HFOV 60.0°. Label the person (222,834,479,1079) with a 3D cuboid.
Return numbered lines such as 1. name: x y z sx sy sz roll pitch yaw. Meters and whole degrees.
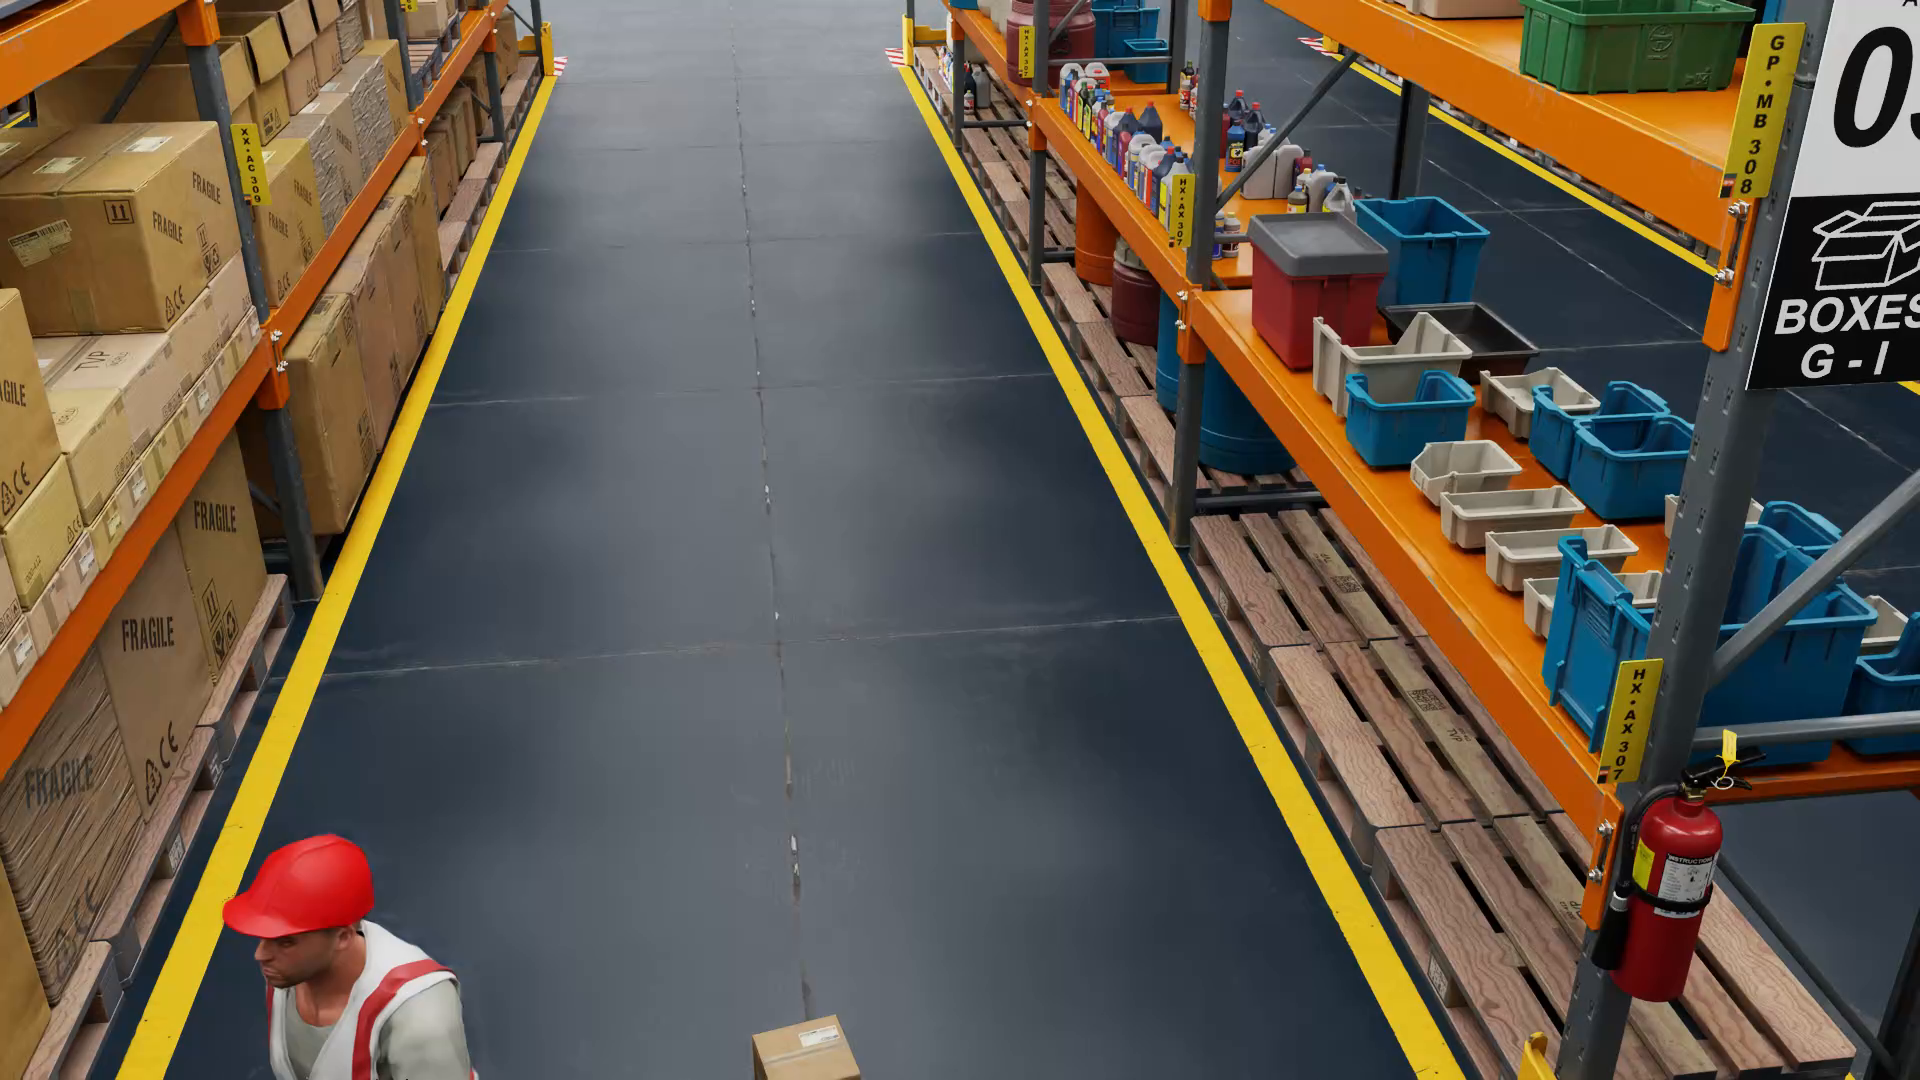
1. person: -1.242 1.332 3.487 0.666 1.741 1.067 12 29 23
